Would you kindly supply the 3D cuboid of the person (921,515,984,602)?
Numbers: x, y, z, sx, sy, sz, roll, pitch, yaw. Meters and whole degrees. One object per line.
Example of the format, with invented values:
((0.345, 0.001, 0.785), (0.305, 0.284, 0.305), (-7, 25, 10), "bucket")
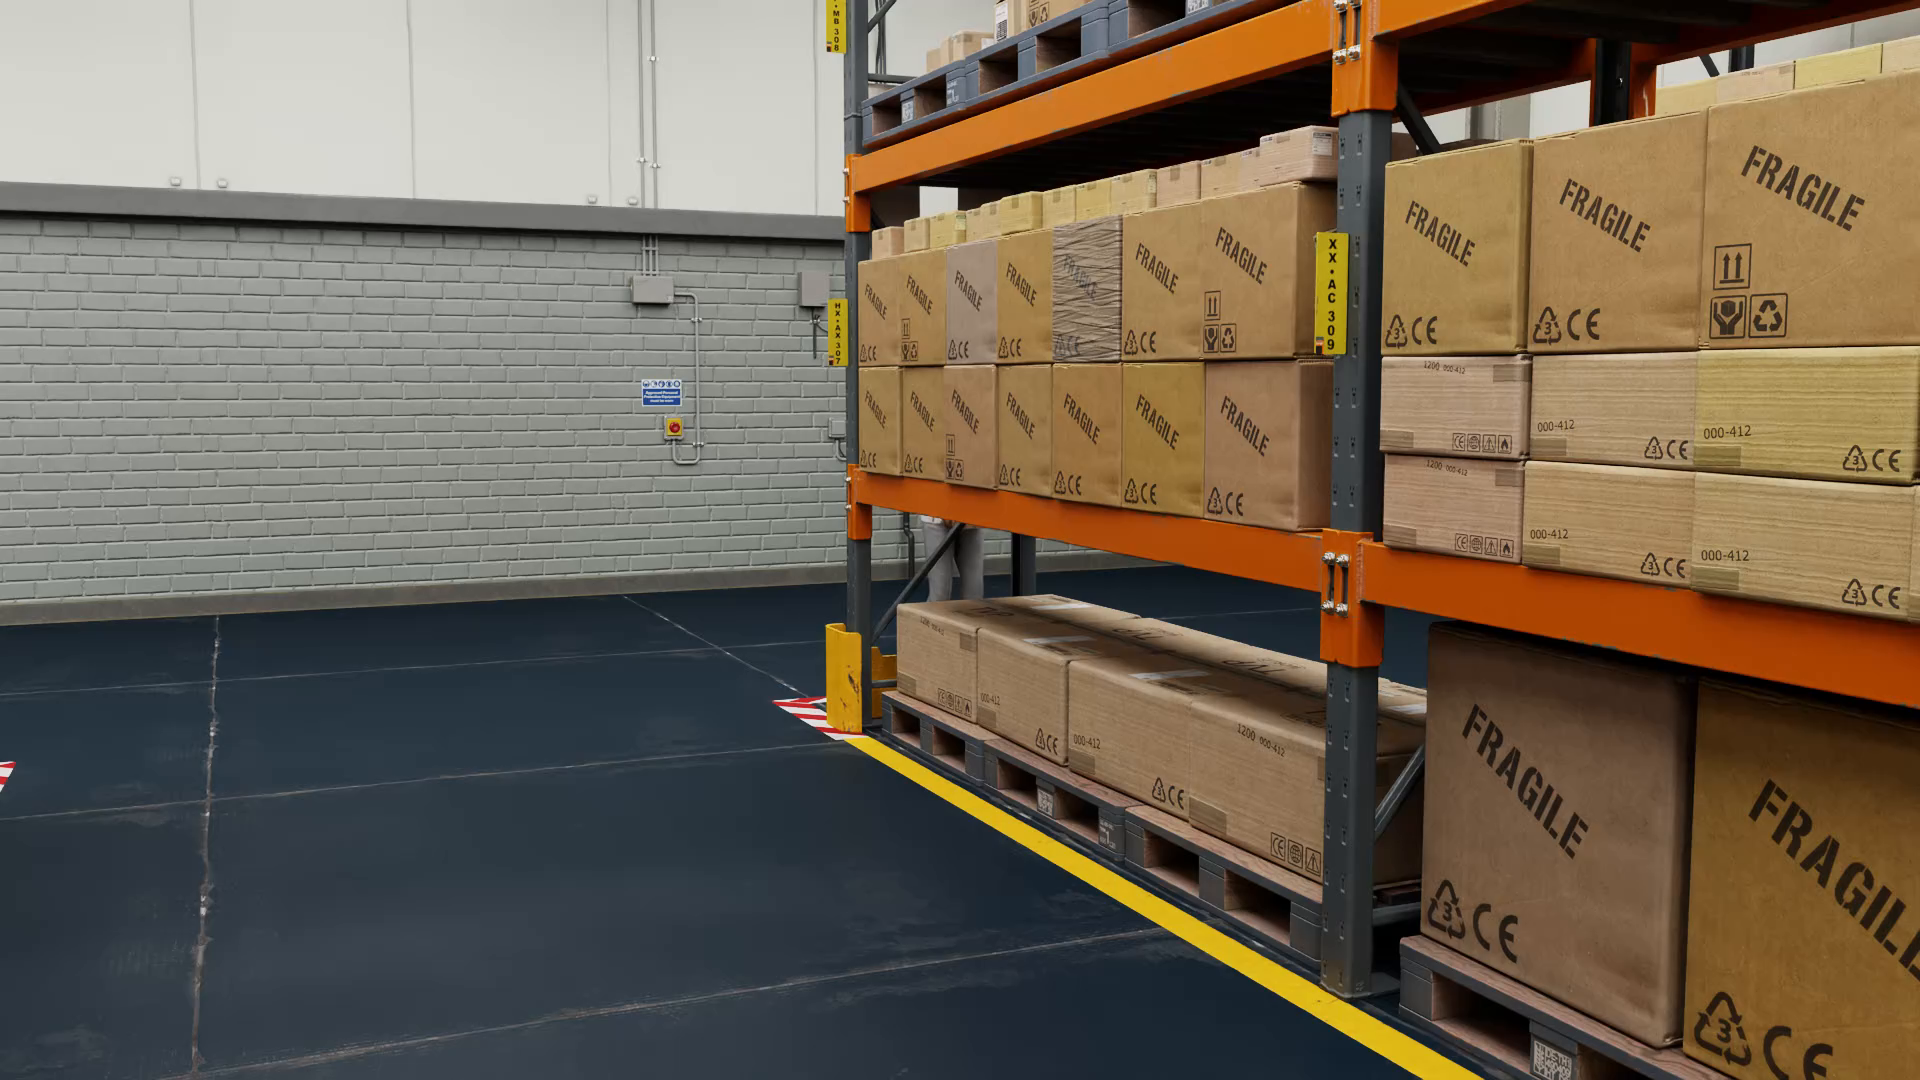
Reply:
((-0.016, -0.078, 10.188), (0.450, 1.687, 0.538), (-2, 6, -23), "person")
